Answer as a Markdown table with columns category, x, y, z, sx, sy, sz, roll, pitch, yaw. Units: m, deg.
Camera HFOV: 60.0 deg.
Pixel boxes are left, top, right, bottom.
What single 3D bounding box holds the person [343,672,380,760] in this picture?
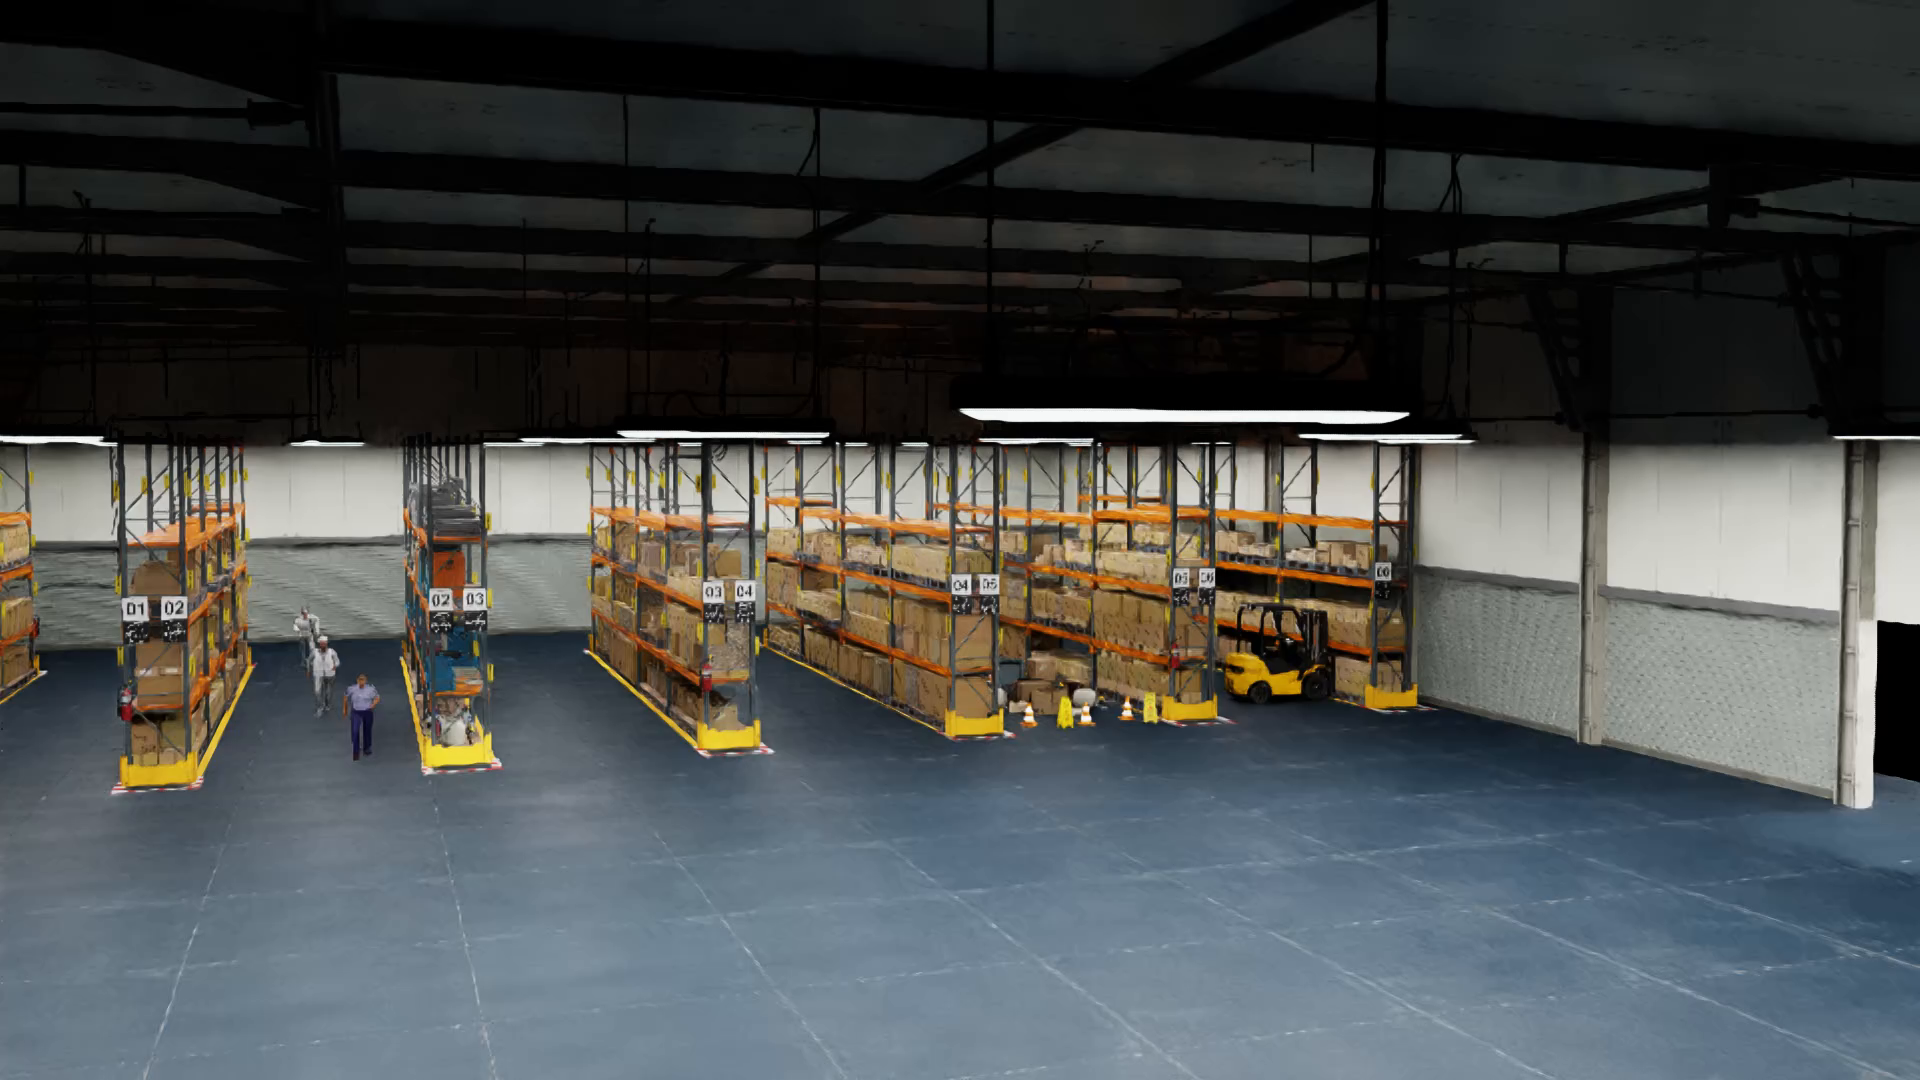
| category | x | y | z | sx | sy | sz | roll | pitch | yaw |
| --- | --- | --- | --- | --- | --- | --- | --- | --- | --- |
| person | -11.088 | 3.235 | 30.827 | 0.632 | 1.556 | 0.824 | -1 | 3 | -24 |

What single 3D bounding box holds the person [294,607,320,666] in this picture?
| category | x | y | z | sx | sy | sz | roll | pitch | yaw |
| --- | --- | --- | --- | --- | --- | --- | --- | --- | --- |
| person | -17.090 | 2.516 | 43.504 | 0.613 | 1.600 | 0.853 | -1 | 3 | -14 |

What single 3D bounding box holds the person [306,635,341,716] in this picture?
| category | x | y | z | sx | sy | sz | roll | pitch | yaw |
| --- | --- | --- | --- | --- | --- | --- | --- | --- | --- |
| person | -13.679 | 2.885 | 35.745 | 0.682 | 1.709 | 0.867 | -1 | 3 | -25 |

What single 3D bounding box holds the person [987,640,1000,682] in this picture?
| category | x | y | z | sx | sy | sz | roll | pitch | yaw |
| --- | --- | --- | --- | --- | --- | --- | --- | --- | --- |
| person | 0.735 | 2.615 | 40.244 | 0.546 | 1.727 | 0.632 | 0 | 3 | 9 |
